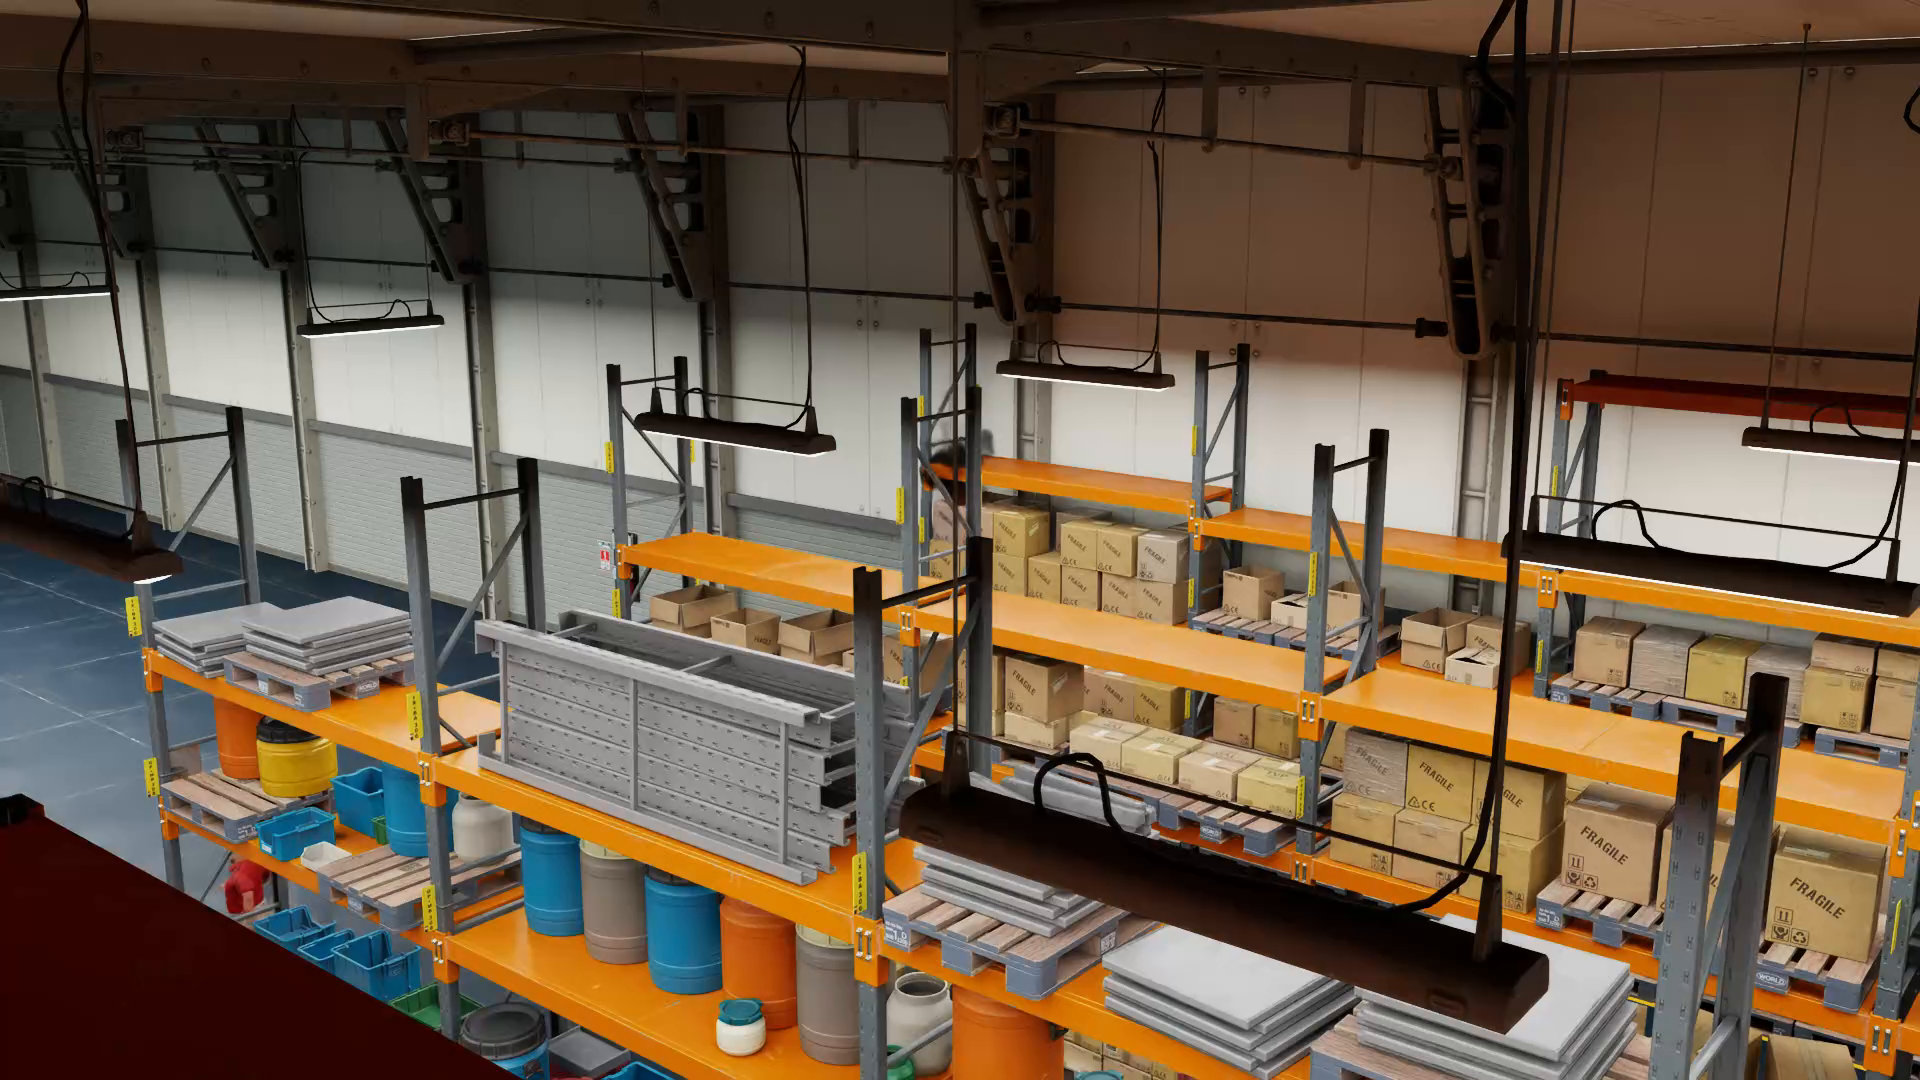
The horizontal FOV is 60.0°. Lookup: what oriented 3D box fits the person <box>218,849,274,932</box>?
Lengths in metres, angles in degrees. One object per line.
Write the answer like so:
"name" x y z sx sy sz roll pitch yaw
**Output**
"person" -6.805 3.697 16.010 0.936 1.755 0.689 2 13 9
